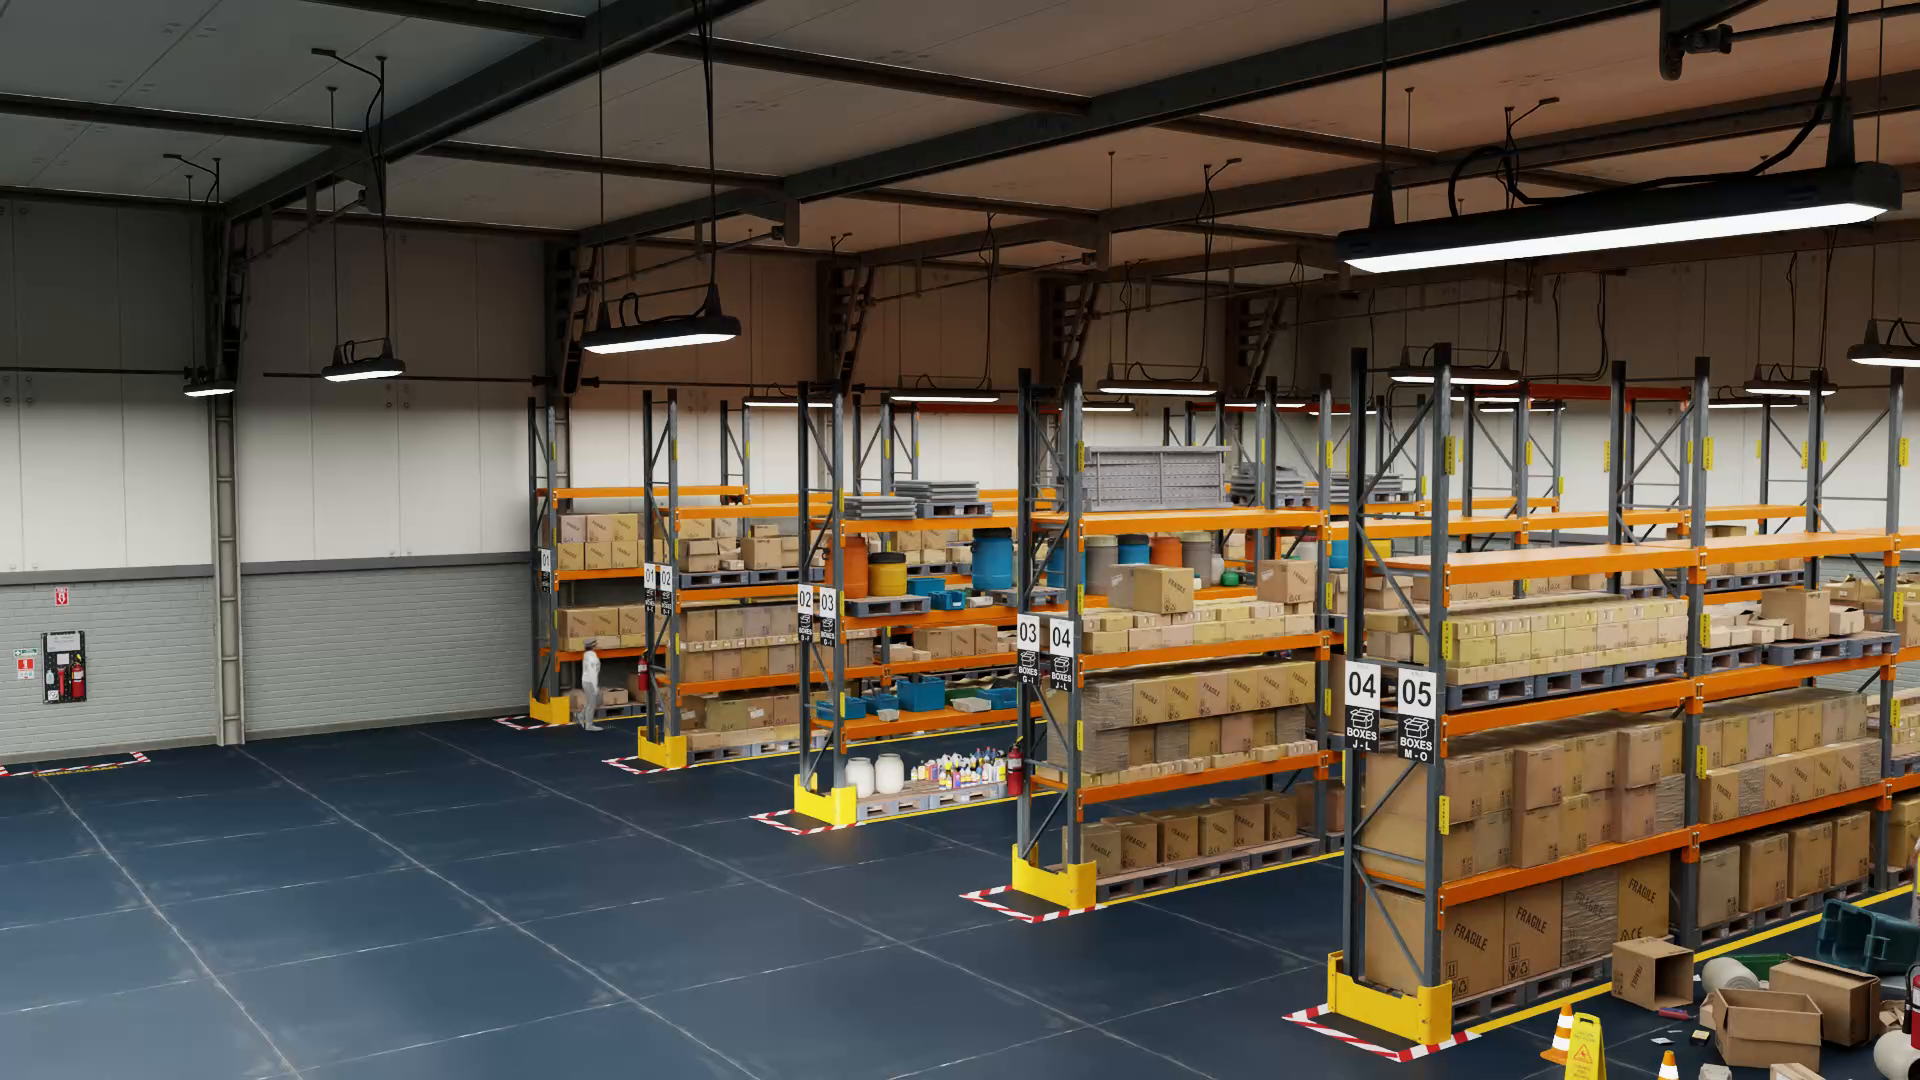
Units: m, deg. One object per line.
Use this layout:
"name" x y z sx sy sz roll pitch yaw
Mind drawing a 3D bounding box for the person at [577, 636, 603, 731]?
"person" -6.621 2.560 29.663 0.451 1.682 0.493 0 3 -3

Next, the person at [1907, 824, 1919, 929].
"person" 10.135 3.351 17.302 0.496 1.607 0.328 1 3 10
